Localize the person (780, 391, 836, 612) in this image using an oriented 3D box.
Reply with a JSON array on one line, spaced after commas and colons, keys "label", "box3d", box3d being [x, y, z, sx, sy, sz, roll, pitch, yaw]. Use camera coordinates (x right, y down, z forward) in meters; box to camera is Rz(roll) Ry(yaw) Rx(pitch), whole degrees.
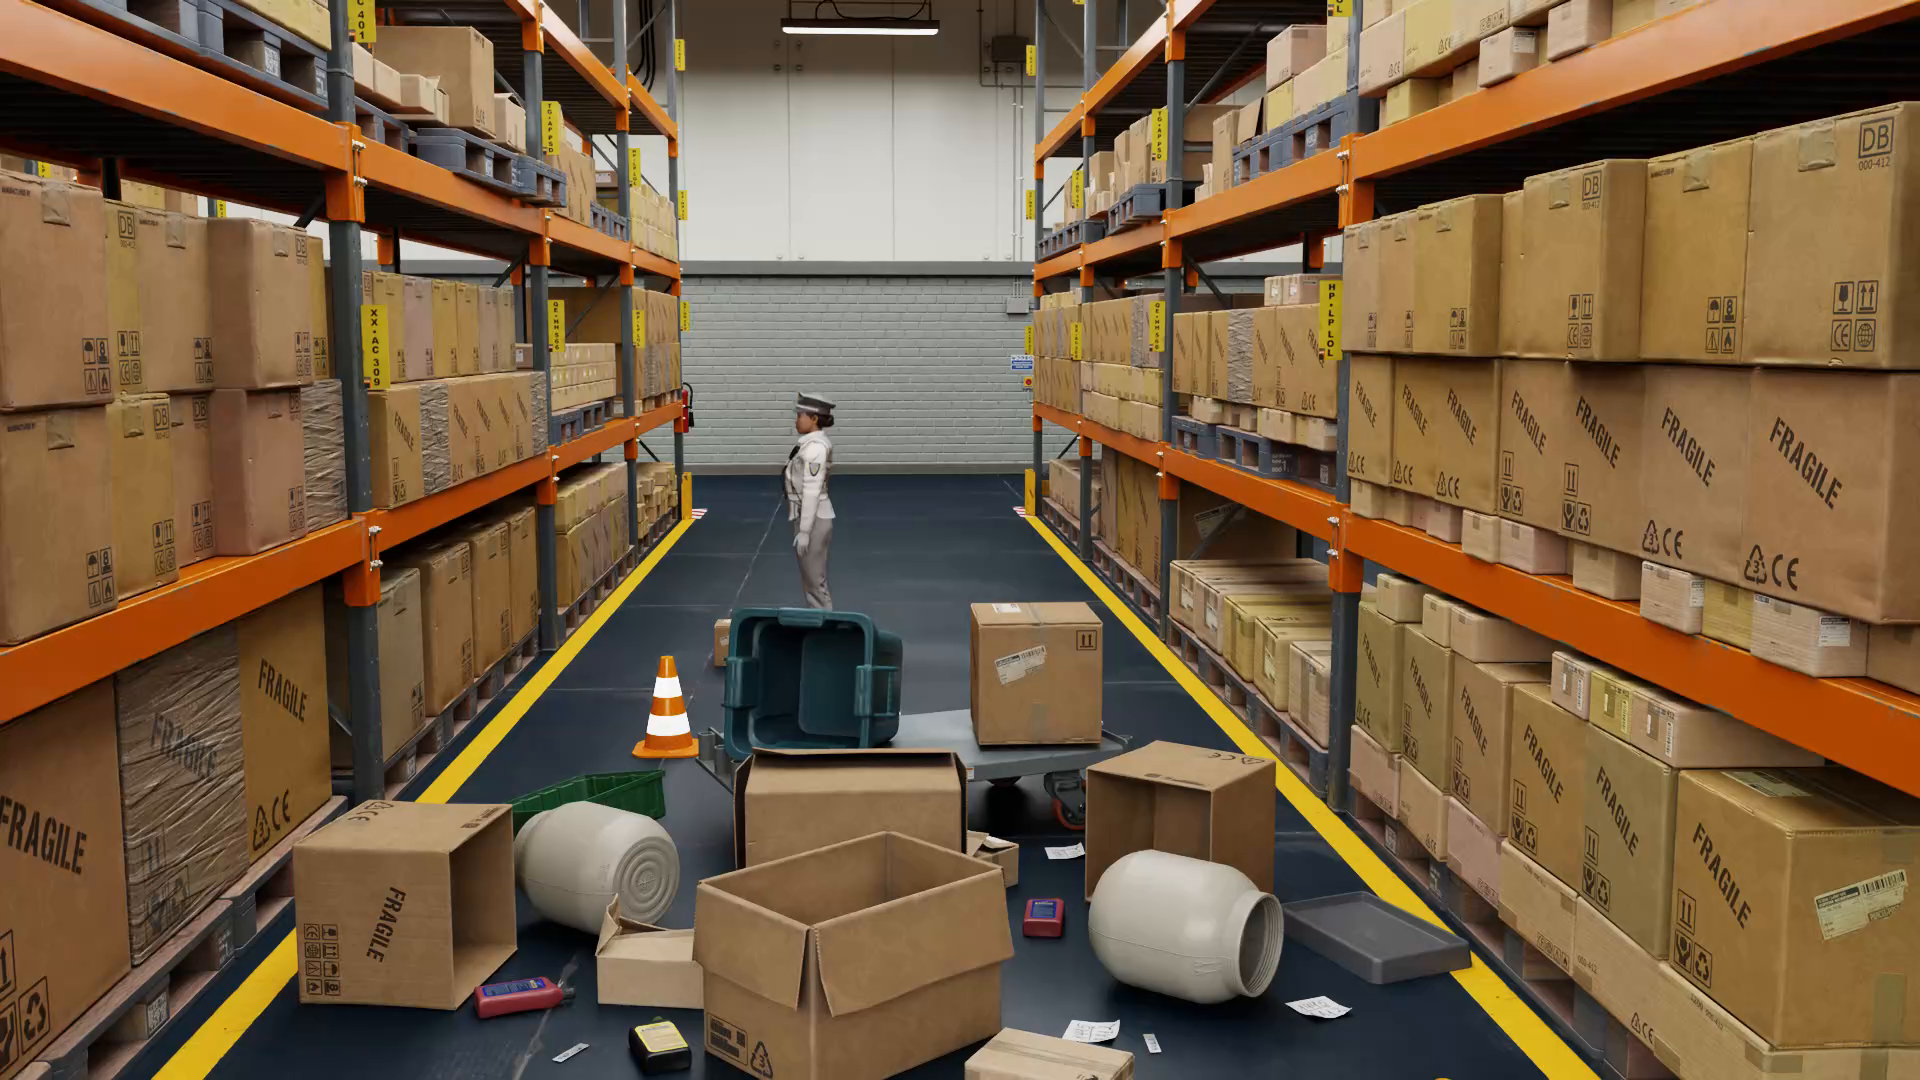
[{"label": "person", "box3d": [-0.928, -0.061, 10.275, 0.339, 1.712, 0.470, 0, 7, -3]}]
